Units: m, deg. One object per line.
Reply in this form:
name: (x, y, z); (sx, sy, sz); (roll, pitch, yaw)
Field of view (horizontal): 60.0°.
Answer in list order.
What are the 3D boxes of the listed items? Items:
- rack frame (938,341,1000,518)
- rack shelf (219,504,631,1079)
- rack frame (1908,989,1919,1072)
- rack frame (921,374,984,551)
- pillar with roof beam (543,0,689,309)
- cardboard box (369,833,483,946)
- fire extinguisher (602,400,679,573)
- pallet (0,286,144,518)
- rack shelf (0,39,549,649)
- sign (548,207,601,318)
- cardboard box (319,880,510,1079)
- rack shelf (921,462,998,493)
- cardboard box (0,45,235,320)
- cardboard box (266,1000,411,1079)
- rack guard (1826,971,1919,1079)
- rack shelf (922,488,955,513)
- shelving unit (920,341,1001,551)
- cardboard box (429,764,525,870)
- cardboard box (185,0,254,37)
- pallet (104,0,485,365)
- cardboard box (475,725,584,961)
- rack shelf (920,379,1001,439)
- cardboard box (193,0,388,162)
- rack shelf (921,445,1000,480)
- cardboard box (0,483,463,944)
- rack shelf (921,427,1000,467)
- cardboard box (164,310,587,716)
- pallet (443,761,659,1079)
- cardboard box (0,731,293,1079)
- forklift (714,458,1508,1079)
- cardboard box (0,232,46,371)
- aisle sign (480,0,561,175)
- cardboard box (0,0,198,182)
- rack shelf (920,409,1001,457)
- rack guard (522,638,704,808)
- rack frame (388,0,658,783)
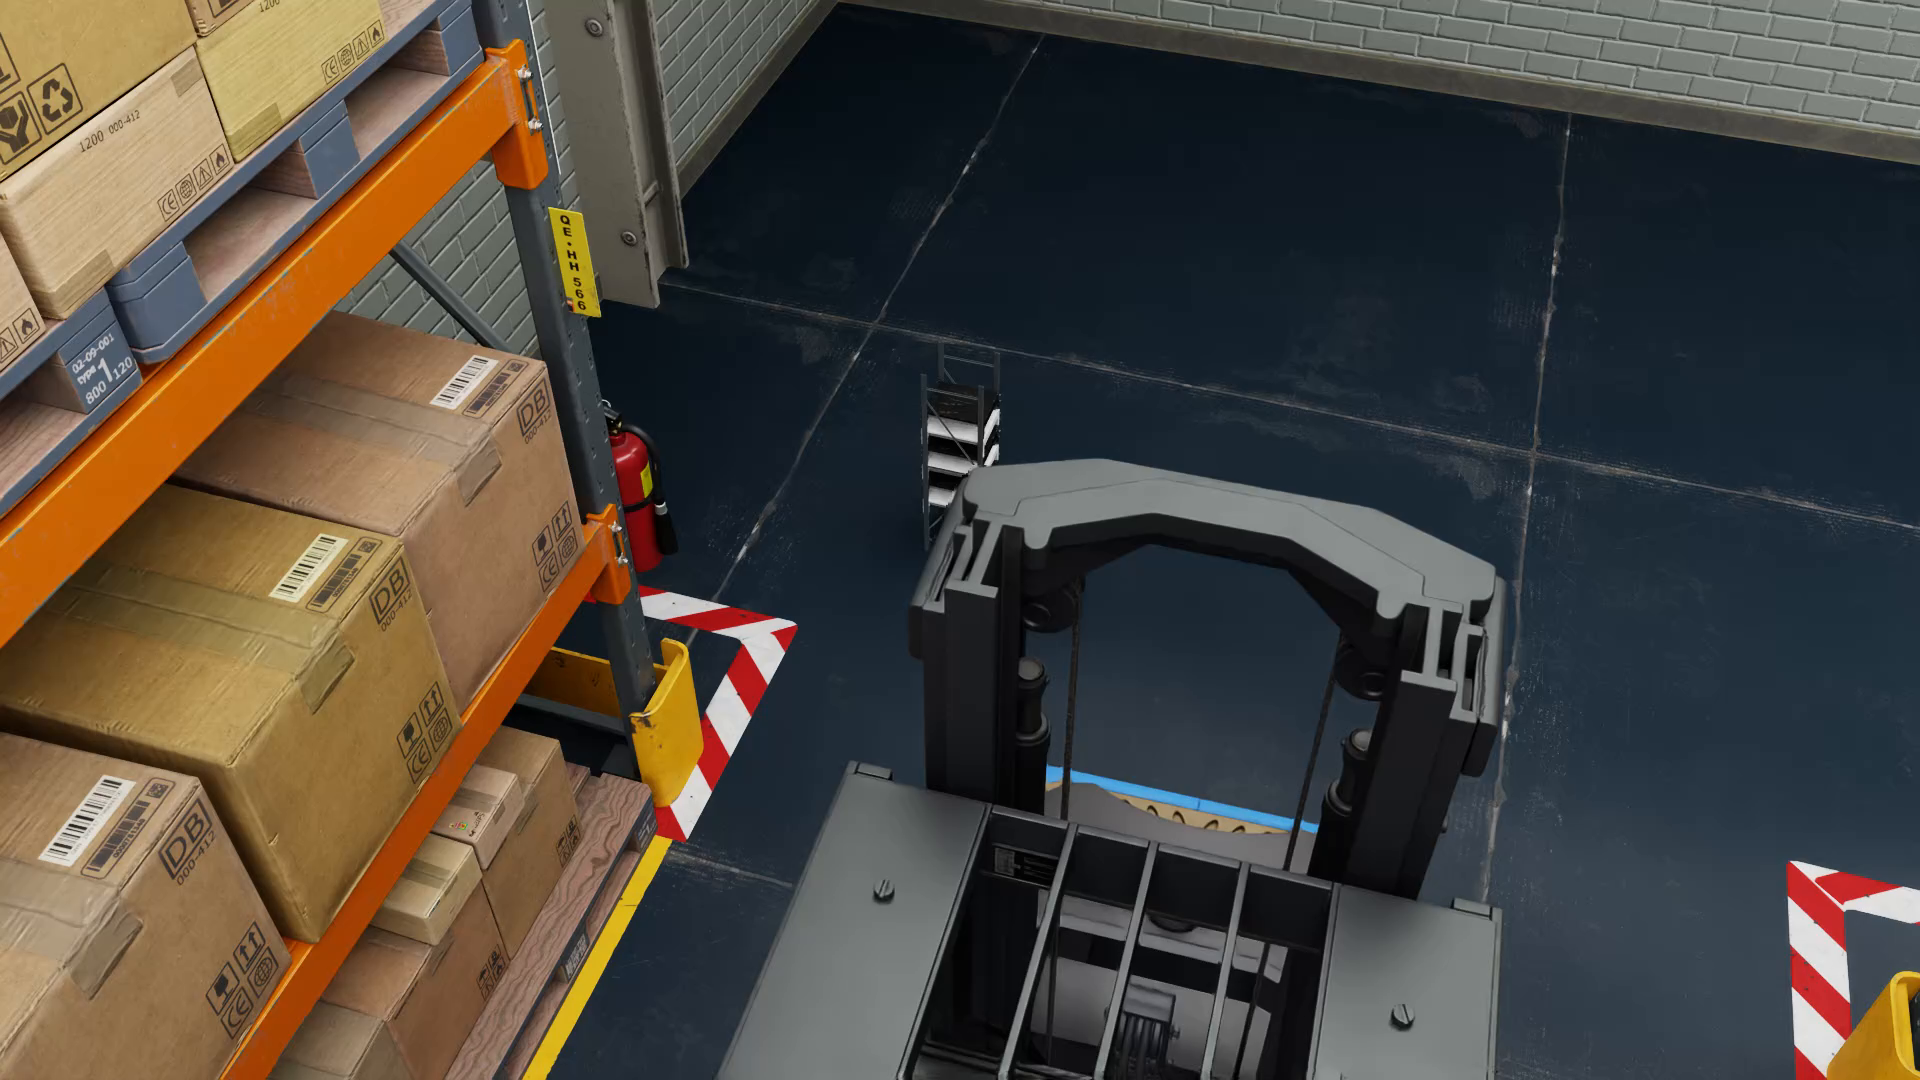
rack frame: (0.033, -0.395, 6.510); (0.240, 0.900, 0.006); (13, 46, 13)
rack shelf: (-2.127, 1.242, 3.850); (1.077, 0.370, 4.000); (13, 46, 13)
rack frame: (3.201, 0.699, 3.891); (1.000, 3.000, 0.127); (13, 46, 13)
rack frame: (-0.028, -0.259, 6.372); (0.240, 0.900, 0.006); (13, 46, 13)
pillar with roof beam: (2.575, -3.563, 3.958); (9.100, 9.000, 0.400); (13, 46, 13)
cardboard box: (-1.580, 0.946, 4.662); (0.380, 0.149, 0.250); (14, 46, 14)
fire extinguisher: (-1.036, -0.190, 5.121); (0.296, 0.674, 0.183); (13, 46, 13)
pallet: (-2.104, -0.076, 2.602); (1.003, 0.211, 1.213); (13, 46, 13)
rack shelf: (-2.127, 0.170, 2.801); (1.077, 0.370, 4.000); (13, 46, 13)
sign: (-1.008, -0.723, 4.346); (0.100, 0.325, 0.005); (13, 46, 13)
cardboard box: (-1.789, 1.216, 4.849); (0.700, 0.500, 0.500); (12, 46, 12)
rack shelf: (0.002, -0.239, 6.527); (0.258, 0.077, 0.200); (13, 46, 13)
cardboard box: (-1.647, -0.661, 2.872); (0.500, 0.250, 0.500); (11, 45, 11)
cardboard box: (-1.941, 1.552, 4.506); (0.700, 0.500, 0.500); (11, 45, 11)
rack guard: (3.178, 1.643, 4.714); (1.175, 0.500, 0.348); (13, 46, 13)
rack shelf: (0.002, -0.175, 6.590); (0.258, 0.077, 0.200); (13, 46, 13)
shelving unit: (0.002, -0.327, 6.441); (0.258, 0.900, 0.210); (13, 46, 13)
cardboard box: (-1.503, 0.775, 4.836); (0.380, 0.149, 0.250); (12, 46, 12)
cardboard box: (-1.483, -1.275, 2.963); (0.500, 0.500, 0.500); (12, 46, 12)
pallet: (-1.736, -0.892, 3.435); (1.003, 0.211, 1.213); (13, 46, 13)
cardboard box: (-1.638, 0.883, 5.190); (0.700, 0.500, 0.500); (13, 46, 13)
rack shelf: (0.002, -0.496, 6.275); (0.258, 0.077, 0.200); (13, 46, 13)
cardboard box: (-1.490, -1.008, 3.226); (0.500, 0.250, 0.500); (14, 46, 14)
rack shelf: (0.002, -0.303, 6.464); (0.258, 0.077, 0.200); (13, 46, 13)
cardboard box: (-1.876, 0.374, 4.009); (0.980, 0.700, 0.700); (12, 46, 12)
rack shelf: (0.002, -0.368, 6.401); (0.258, 0.077, 0.200); (13, 46, 13)
cardboard box: (-1.666, -0.113, 4.507); (0.980, 0.700, 0.700); (14, 46, 14)
pallet: (-1.689, 1.198, 5.375); (1.003, 0.211, 1.213); (13, 46, 13)
cardboard box: (-2.116, 0.880, 3.491); (0.980, 0.700, 0.700); (10, 45, 11)
forklift: (0.248, 1.413, 3.210); (1.130, 2.935, 3.031); (11, 45, 11)
cardboard box: (-1.800, -0.313, 2.516); (0.500, 0.250, 0.500); (11, 45, 11)
aisle sign: (-1.214, -1.262, 4.036); (0.394, 0.787, 0.004); (13, 46, 13)
cardboard box: (-1.645, -0.944, 2.624); (0.500, 0.500, 0.500); (14, 46, 14)
rack shelf: (0.002, -0.432, 6.338); (0.258, 0.077, 0.200); (13, 46, 13)
rack guard: (-1.514, 0.529, 5.852); (1.175, 0.500, 0.348); (13, 46, 13)
rack frame: (-1.521, -0.348, 4.961); (1.000, 3.000, 0.127); (13, 46, 13)
